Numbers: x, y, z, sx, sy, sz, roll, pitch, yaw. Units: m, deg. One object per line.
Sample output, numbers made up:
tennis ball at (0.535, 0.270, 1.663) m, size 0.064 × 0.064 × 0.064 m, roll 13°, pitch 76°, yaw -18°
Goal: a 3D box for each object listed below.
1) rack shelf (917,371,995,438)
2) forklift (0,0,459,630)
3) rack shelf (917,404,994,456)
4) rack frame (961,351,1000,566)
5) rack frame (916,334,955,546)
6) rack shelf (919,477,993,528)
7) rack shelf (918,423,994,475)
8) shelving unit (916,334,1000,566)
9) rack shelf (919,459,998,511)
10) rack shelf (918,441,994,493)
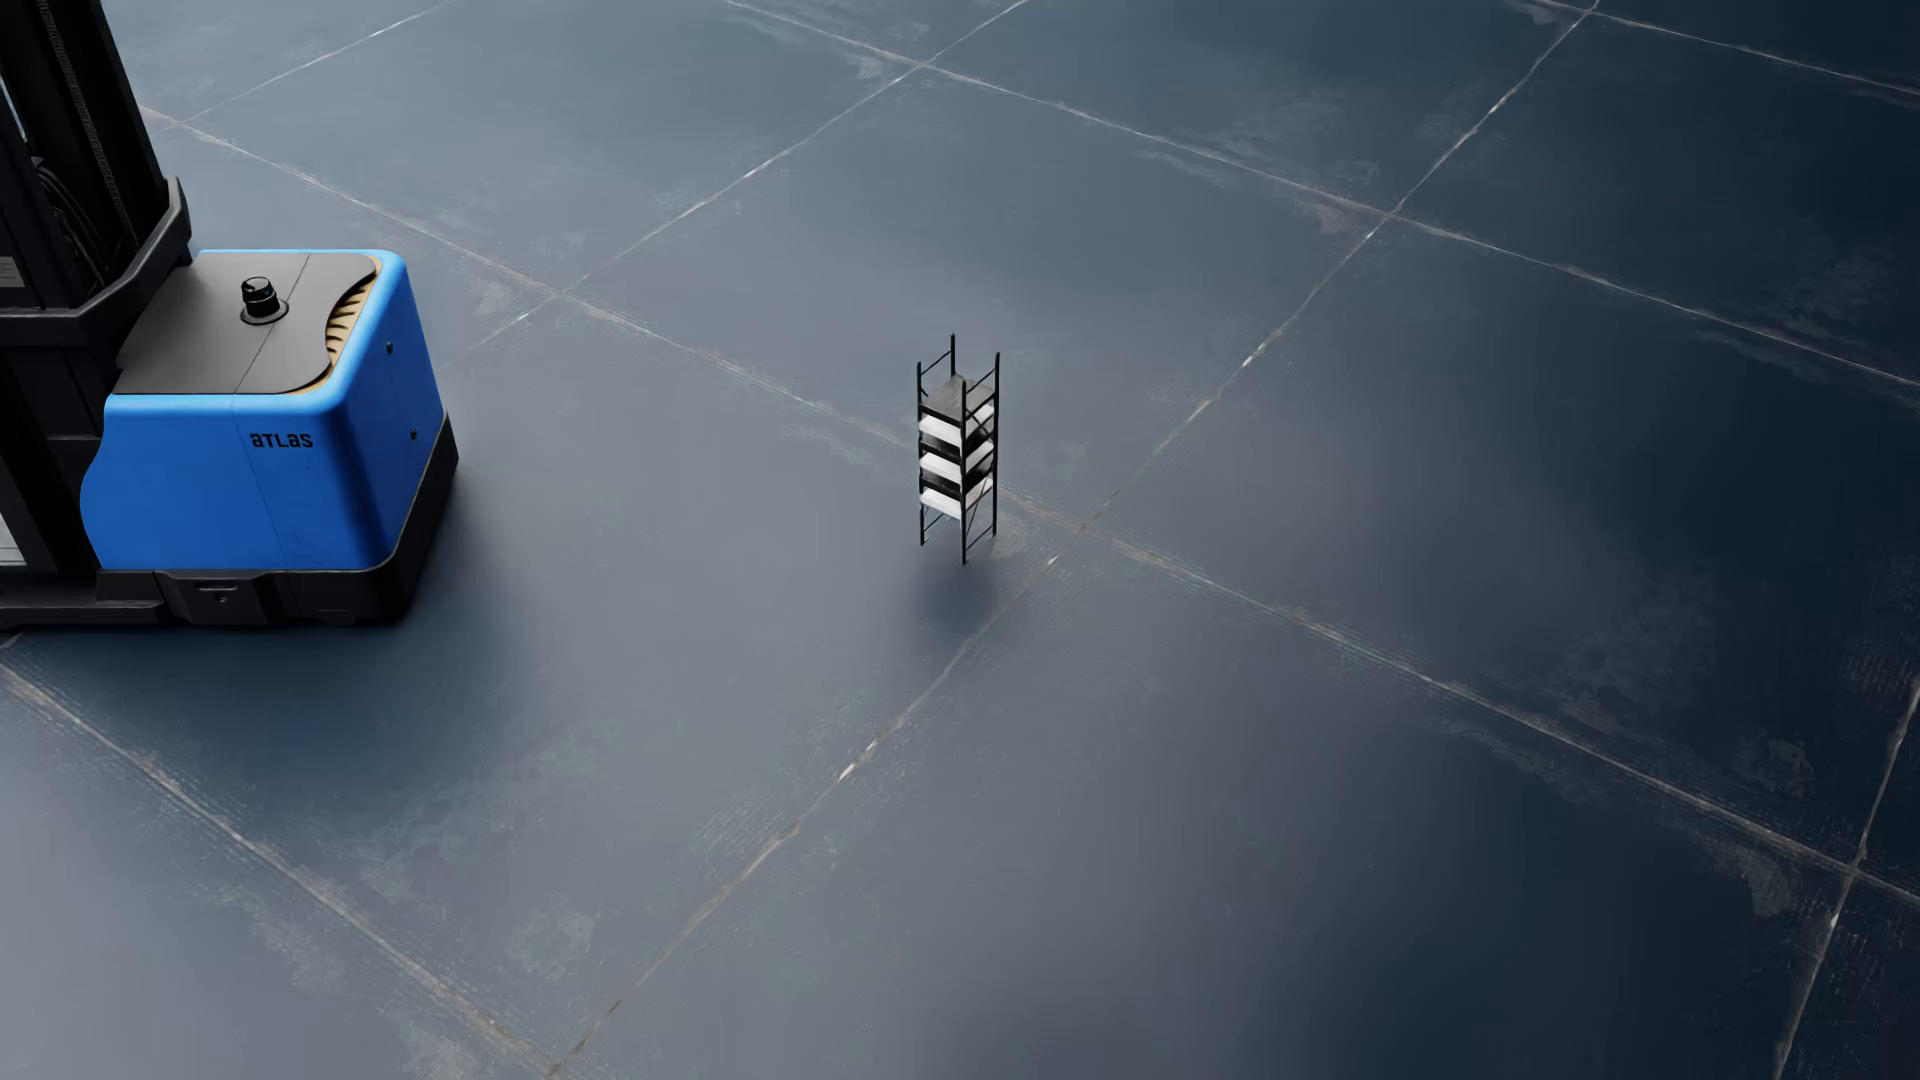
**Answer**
rack shelf at (-0.007, -0.515, 6.296) m, size 0.200 × 0.077 × 0.258 m, roll 25°, pitch 48°, yaw 25°
forklift at (-3.631, -1.093, 5.774) m, size 3.031 × 2.935 × 1.130 m, roll 0°, pitch 42°, yaw 0°
rack shelf at (-0.007, -0.448, 6.356) m, size 0.200 × 0.077 × 0.258 m, roll 25°, pitch 48°, yaw 25°
rack frame at (0.077, -0.300, 6.410) m, size 0.006 × 0.900 × 0.240 m, roll 25°, pitch 48°, yaw 25°
rack frame at (-0.090, -0.377, 6.497) m, size 0.006 × 0.900 × 0.240 m, roll 25°, pitch 48°, yaw 25°
rack shelf at (-0.007, -0.179, 6.596) m, size 0.200 × 0.077 × 0.258 m, roll 25°, pitch 48°, yaw 25°
rack shelf at (-0.007, -0.381, 6.416) m, size 0.200 × 0.077 × 0.258 m, roll 25°, pitch 48°, yaw 25°
shelving unit at (-0.007, -0.338, 6.453) m, size 0.210 × 0.900 × 0.258 m, roll 25°, pitch 48°, yaw 25°
rack shelf at (-0.007, -0.247, 6.536) m, size 0.200 × 0.077 × 0.258 m, roll 25°, pitch 48°, yaw 25°
rack shelf at (-0.007, -0.314, 6.476) m, size 0.200 × 0.077 × 0.258 m, roll 25°, pitch 48°, yaw 25°
